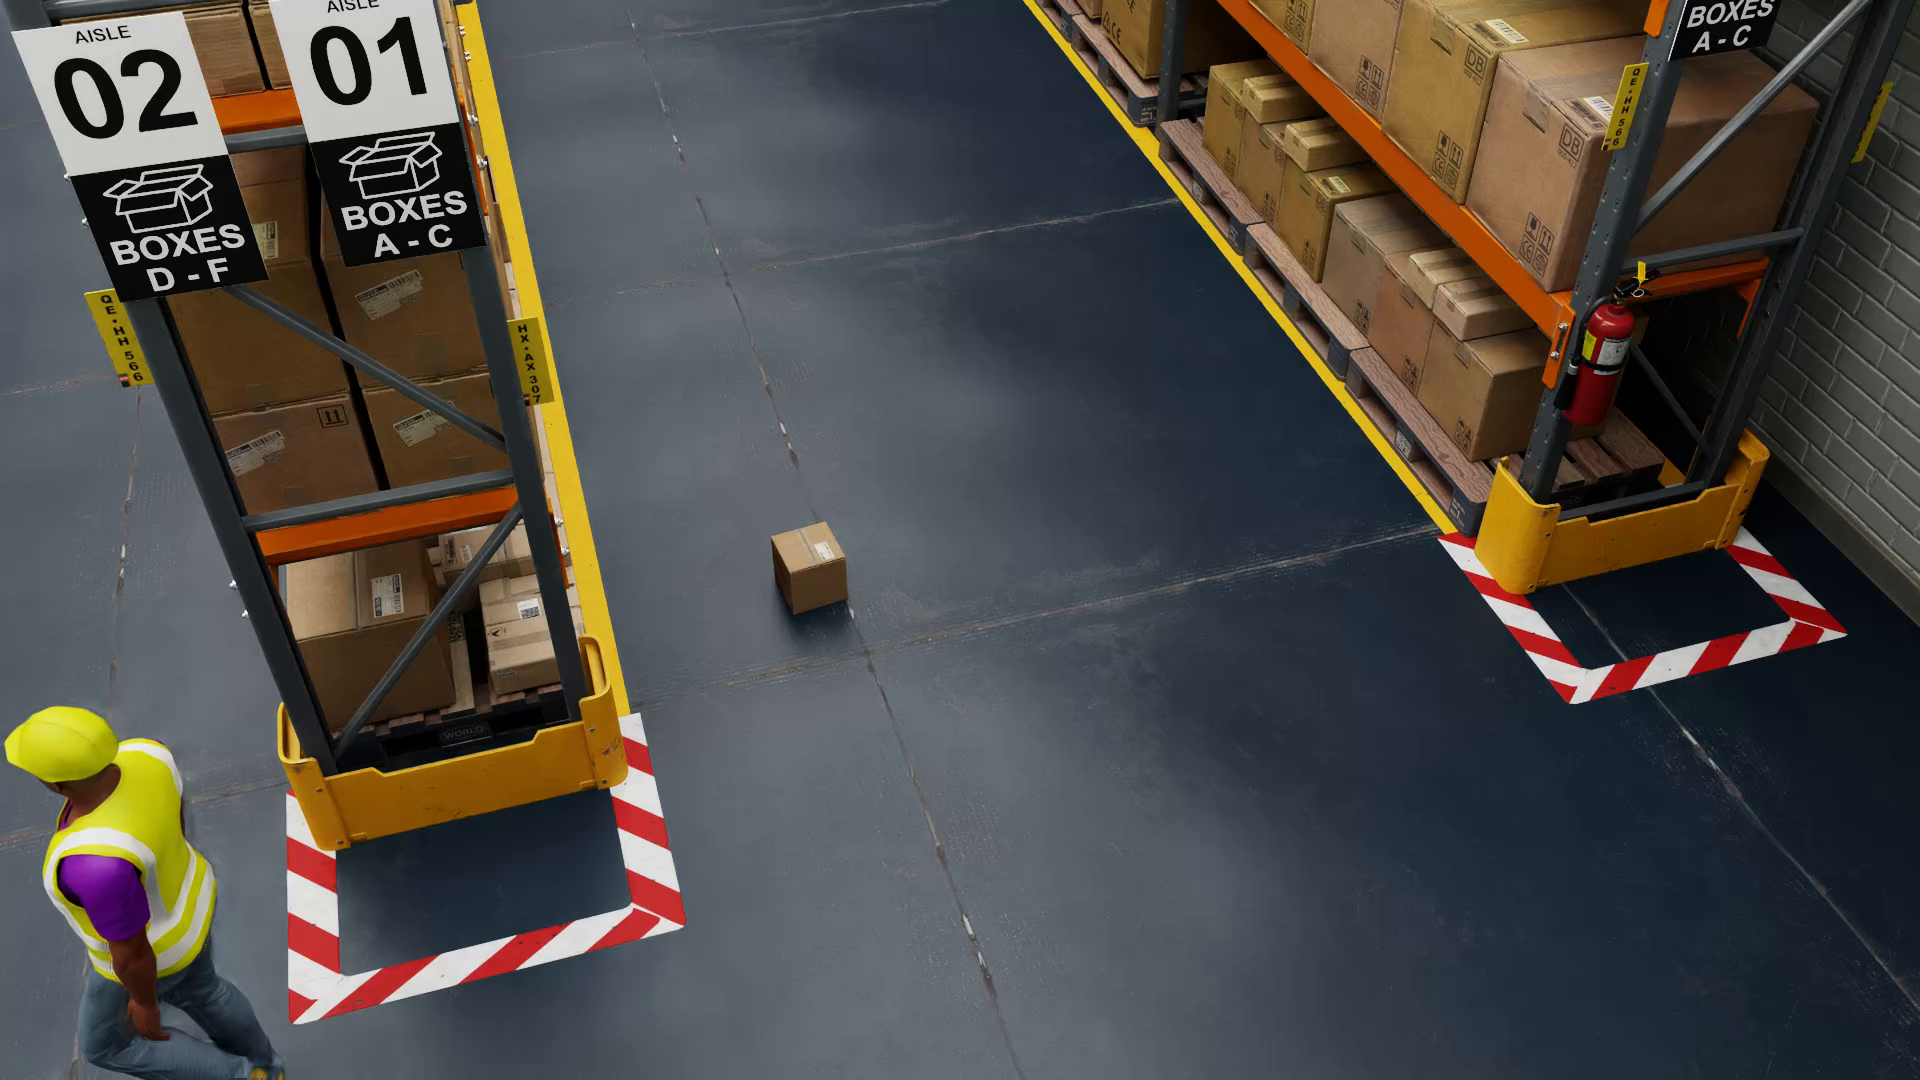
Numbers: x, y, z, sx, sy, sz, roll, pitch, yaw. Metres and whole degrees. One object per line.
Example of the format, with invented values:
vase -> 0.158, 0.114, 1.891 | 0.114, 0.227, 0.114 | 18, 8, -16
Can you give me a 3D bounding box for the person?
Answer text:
person -> -2.397, 1.131, 4.851 | 0.450, 1.766, 0.613 | -3, 42, -4
